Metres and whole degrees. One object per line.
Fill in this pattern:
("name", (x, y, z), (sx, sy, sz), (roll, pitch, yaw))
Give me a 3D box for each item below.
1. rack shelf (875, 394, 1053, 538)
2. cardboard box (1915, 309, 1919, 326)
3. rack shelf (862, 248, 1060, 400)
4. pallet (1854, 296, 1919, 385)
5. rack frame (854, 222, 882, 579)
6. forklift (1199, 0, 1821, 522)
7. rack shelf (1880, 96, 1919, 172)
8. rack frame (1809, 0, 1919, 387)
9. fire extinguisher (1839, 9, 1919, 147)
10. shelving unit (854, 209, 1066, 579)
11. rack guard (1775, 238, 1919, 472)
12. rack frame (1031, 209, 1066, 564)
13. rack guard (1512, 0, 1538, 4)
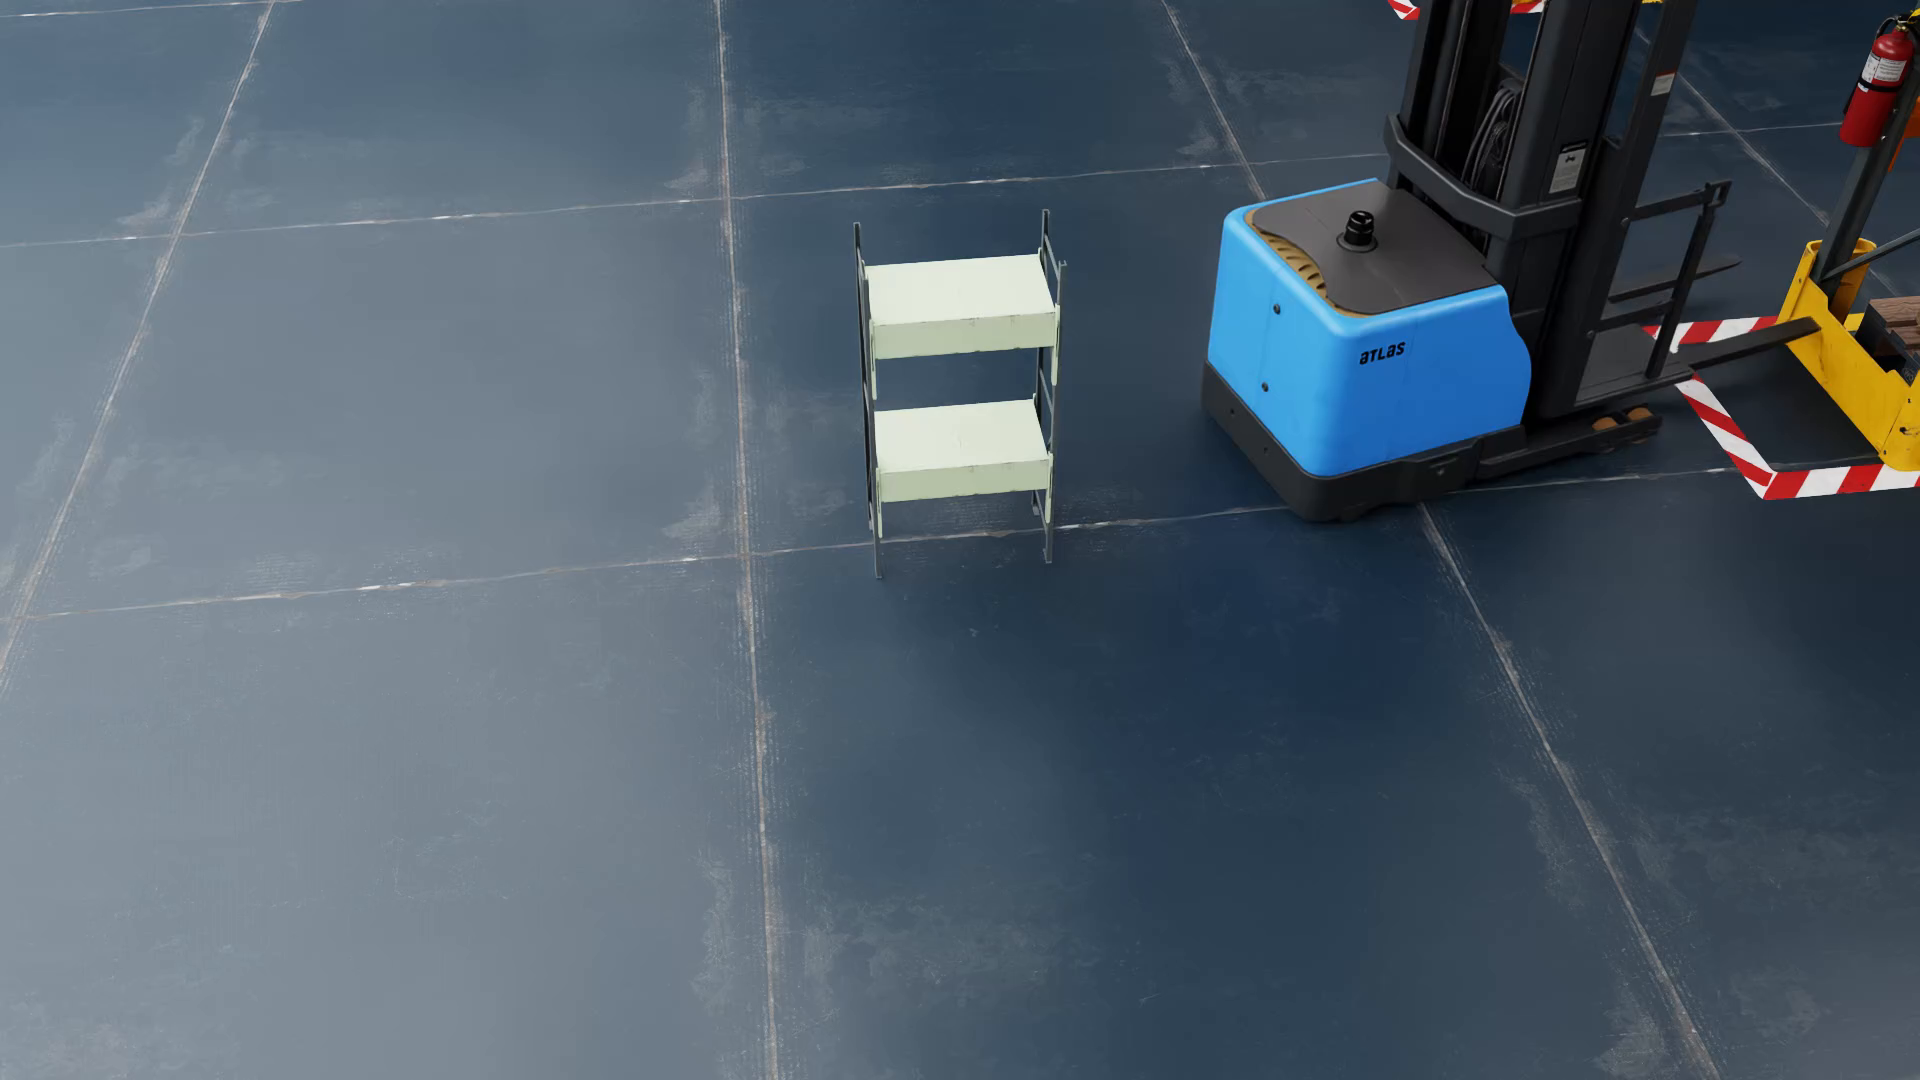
("rack shelf", (-0.007, -0.314, 6.965), (0.720, 0.370, 0.431), (-5, 42, -6))
("cardboard box", (4.900, -1.088, 7.770), (0.500, 0.500, 0.500), (2, 42, 2))
("rack shelf", (-0.007, -0.846, 6.486), (0.720, 0.370, 0.431), (-5, 42, -6))
("pallet", (5.164, -0.836, 8.019), (1.213, 0.211, 1.003), (-5, 42, -6))
("rack frame", (-0.370, -0.525, 6.712), (0.023, 1.500, 0.400), (-5, 42, -6))
("forklift", (2.704, -1.801, 7.058), (3.031, 2.935, 1.130), (-15, 44, -16))
("rack shelf", (6.262, -1.724, 7.459), (4.000, 0.370, 1.077), (-5, 42, -6))
("rack frame", (4.279, -1.817, 7.025), (0.127, 3.000, 1.000), (-5, 42, -6))
("fire extinguisher", (4.106, -2.085, 7.380), (0.183, 0.674, 0.296), (-5, 42, -6))
("shelving unit", (-0.007, -0.556, 6.747), (0.755, 1.500, 0.431), (-5, 42, -6))
("rack guard", (4.354, -0.896, 7.870), (0.348, 0.500, 1.175), (-5, 42, -6))
("rack frame", (0.356, -0.588, 6.782), (0.023, 1.500, 0.400), (-5, 42, -6))
("rack guard", (3.706, -4.216, 11.551), (0.348, 0.500, 1.175), (-5, 42, -6))
